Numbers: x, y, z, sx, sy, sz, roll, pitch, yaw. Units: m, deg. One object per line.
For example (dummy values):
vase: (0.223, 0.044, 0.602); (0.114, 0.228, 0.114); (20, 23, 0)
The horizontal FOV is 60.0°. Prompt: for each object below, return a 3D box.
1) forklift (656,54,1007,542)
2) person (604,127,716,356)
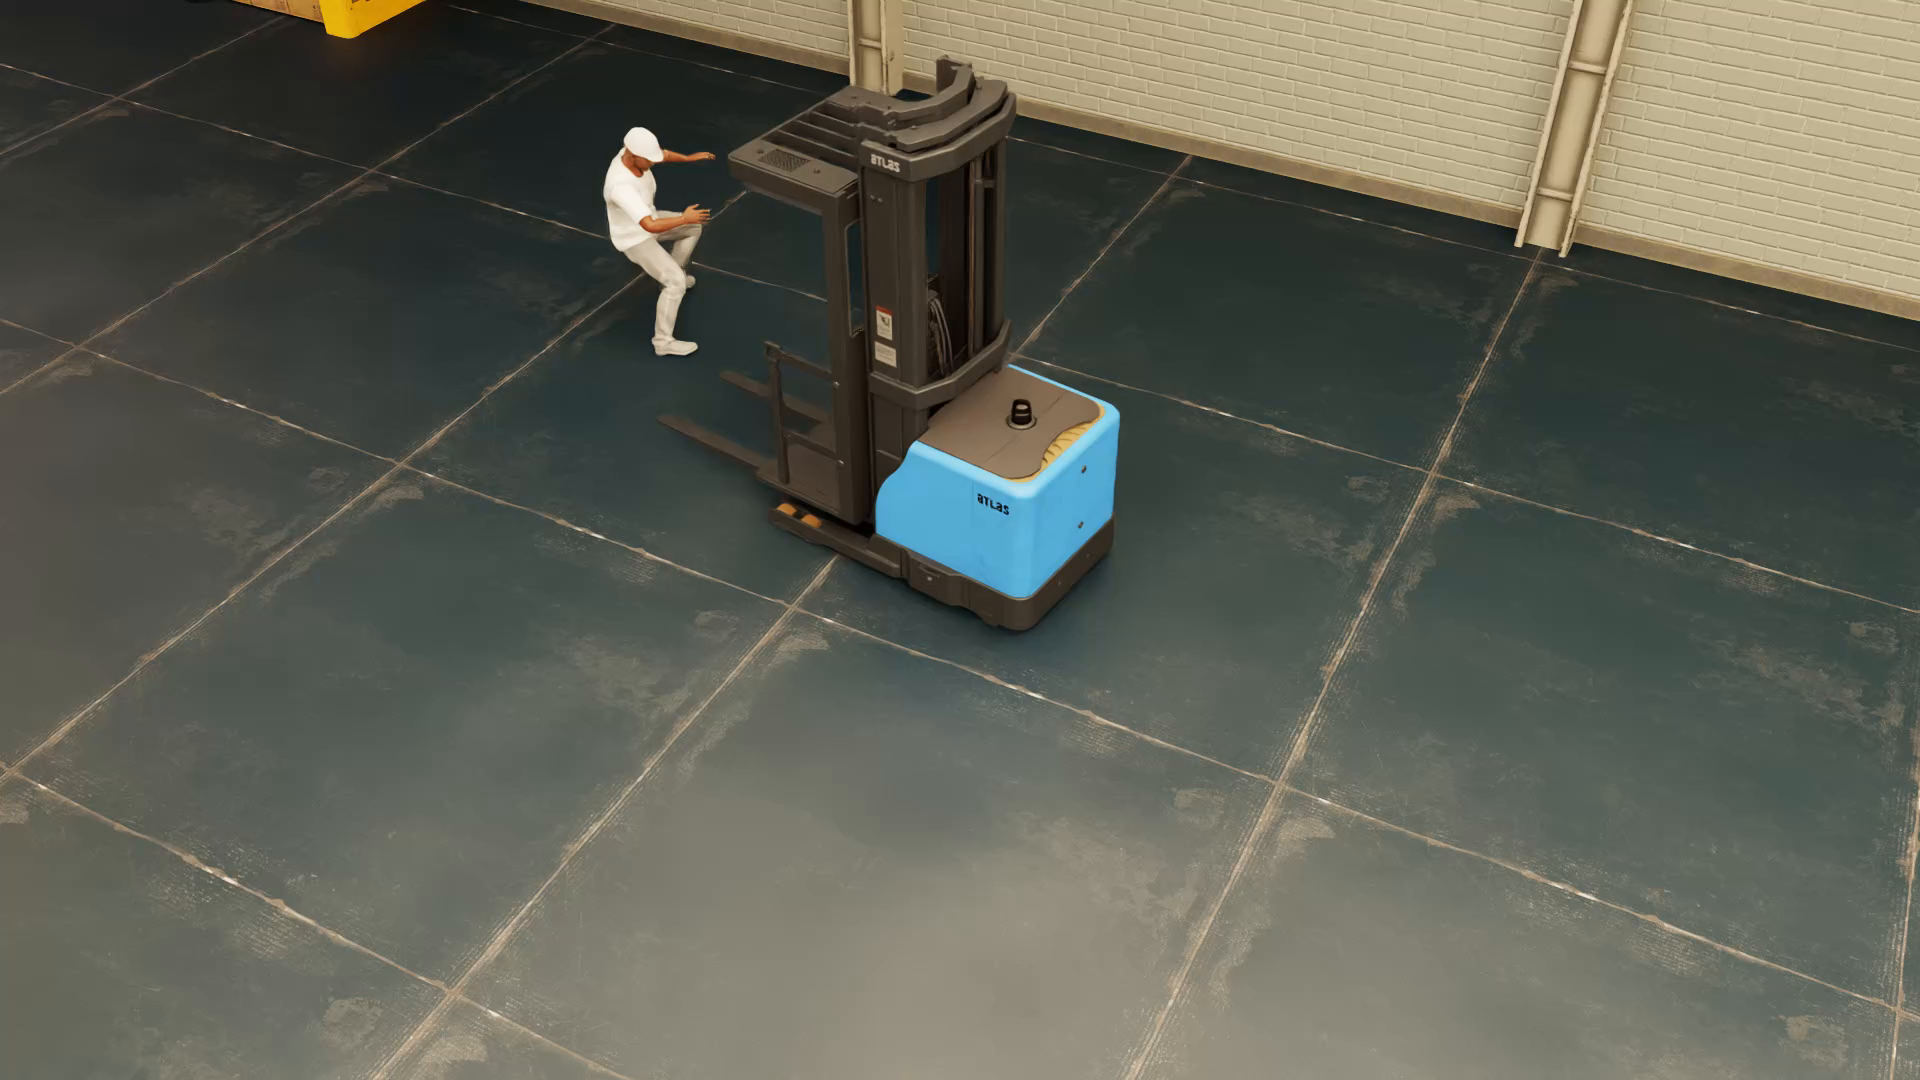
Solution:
forklift: (-0.563, -1.363, 9.605); (3.031, 2.935, 1.121); (25, 46, 26)
person: (-2.070, -2.220, 11.712); (0.766, 1.534, 1.037); (4, 40, 5)
